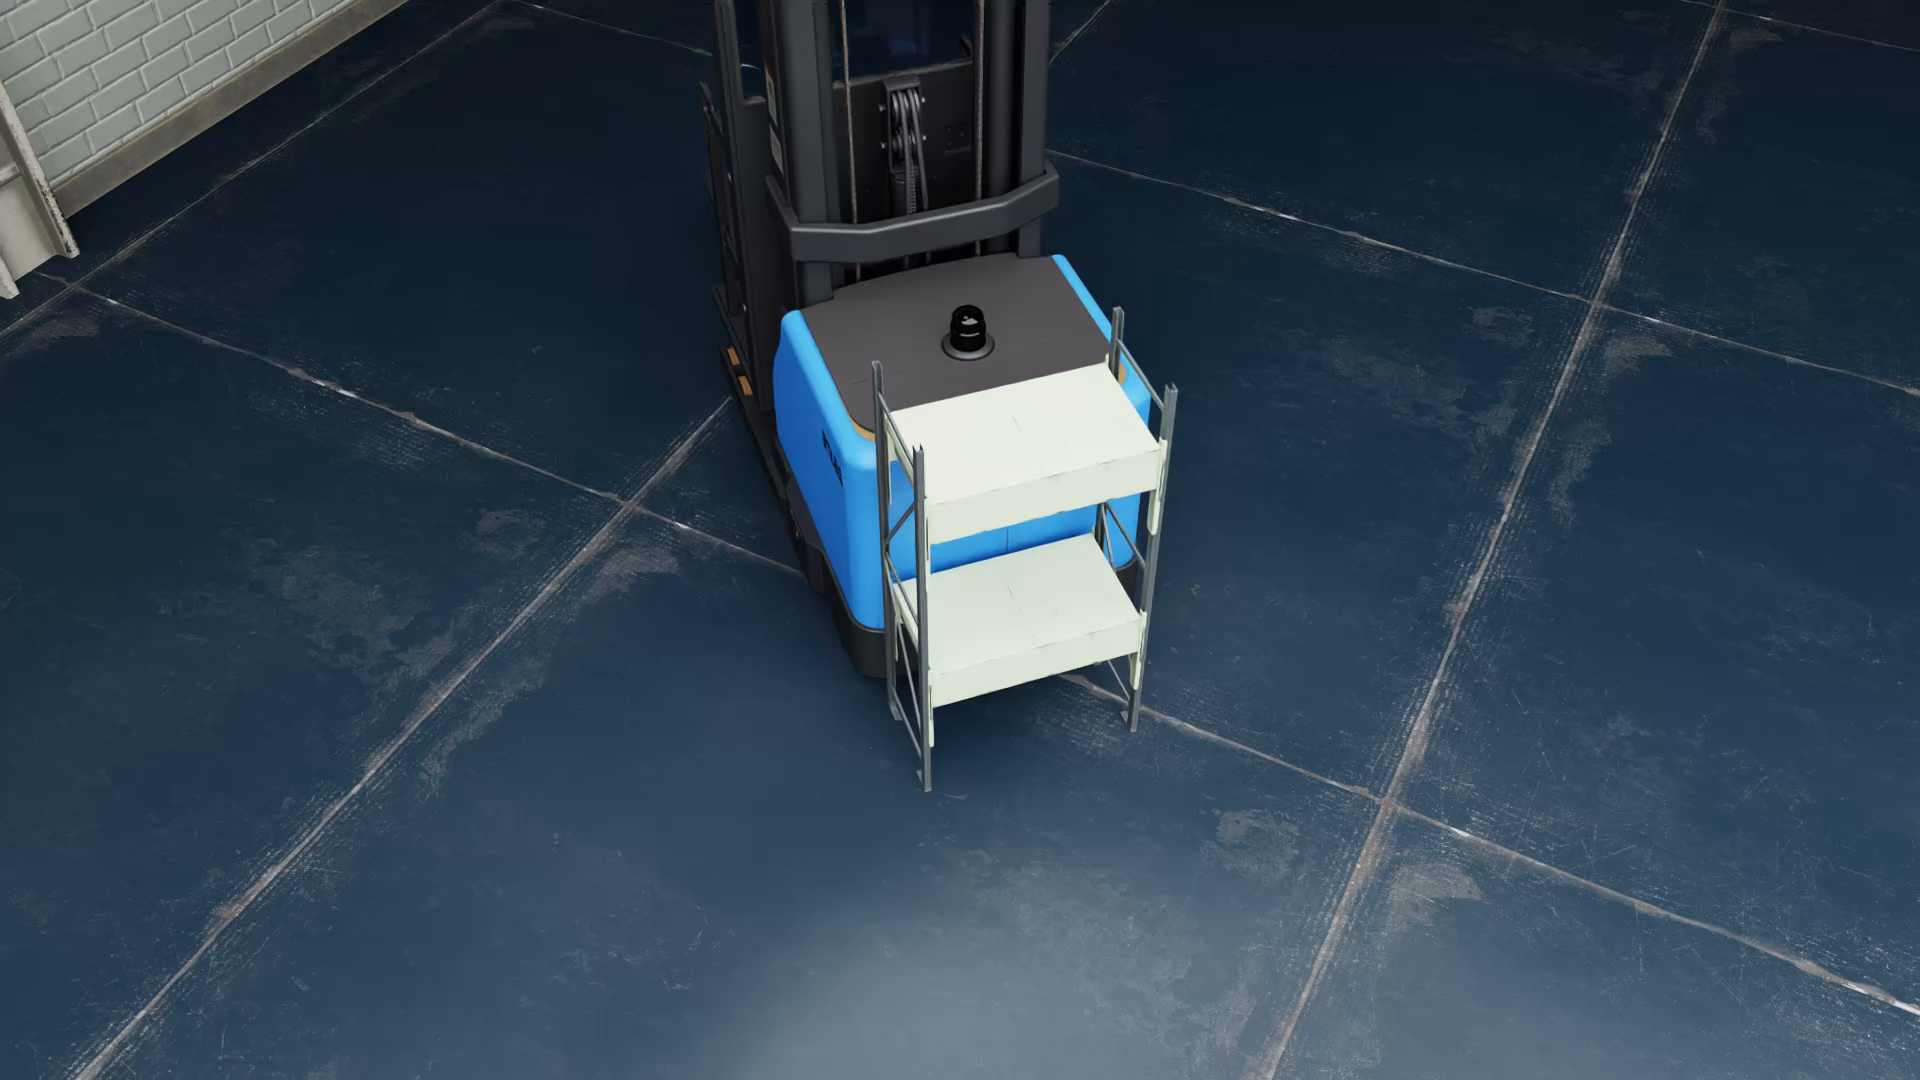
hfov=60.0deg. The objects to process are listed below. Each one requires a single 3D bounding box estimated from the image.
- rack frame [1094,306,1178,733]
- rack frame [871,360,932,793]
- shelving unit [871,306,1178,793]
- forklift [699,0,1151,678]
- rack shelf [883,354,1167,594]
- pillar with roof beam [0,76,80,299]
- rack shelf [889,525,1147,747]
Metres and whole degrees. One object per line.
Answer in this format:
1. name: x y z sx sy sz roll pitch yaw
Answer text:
1. rack frame: 0.519 -0.013 5.208 0.023 1.500 0.400 -14 47 -14
2. rack frame: -0.171 0.162 5.035 0.023 1.500 0.400 -14 47 -14
3. shelving unit: 0.174 0.075 5.122 0.755 1.500 0.431 -14 47 -14
4. forklift: -0.349 -1.625 5.796 1.130 2.935 3.031 -14 47 -14
5. rack shelf: 0.174 -0.200 4.844 0.720 0.370 0.431 -14 47 -14
6. pillar with roof beam: -0.399 -2.973 2.861 9.100 9.000 0.400 20 49 19
7. rack shelf: 0.174 0.304 5.354 0.720 0.370 0.431 -14 47 -14
